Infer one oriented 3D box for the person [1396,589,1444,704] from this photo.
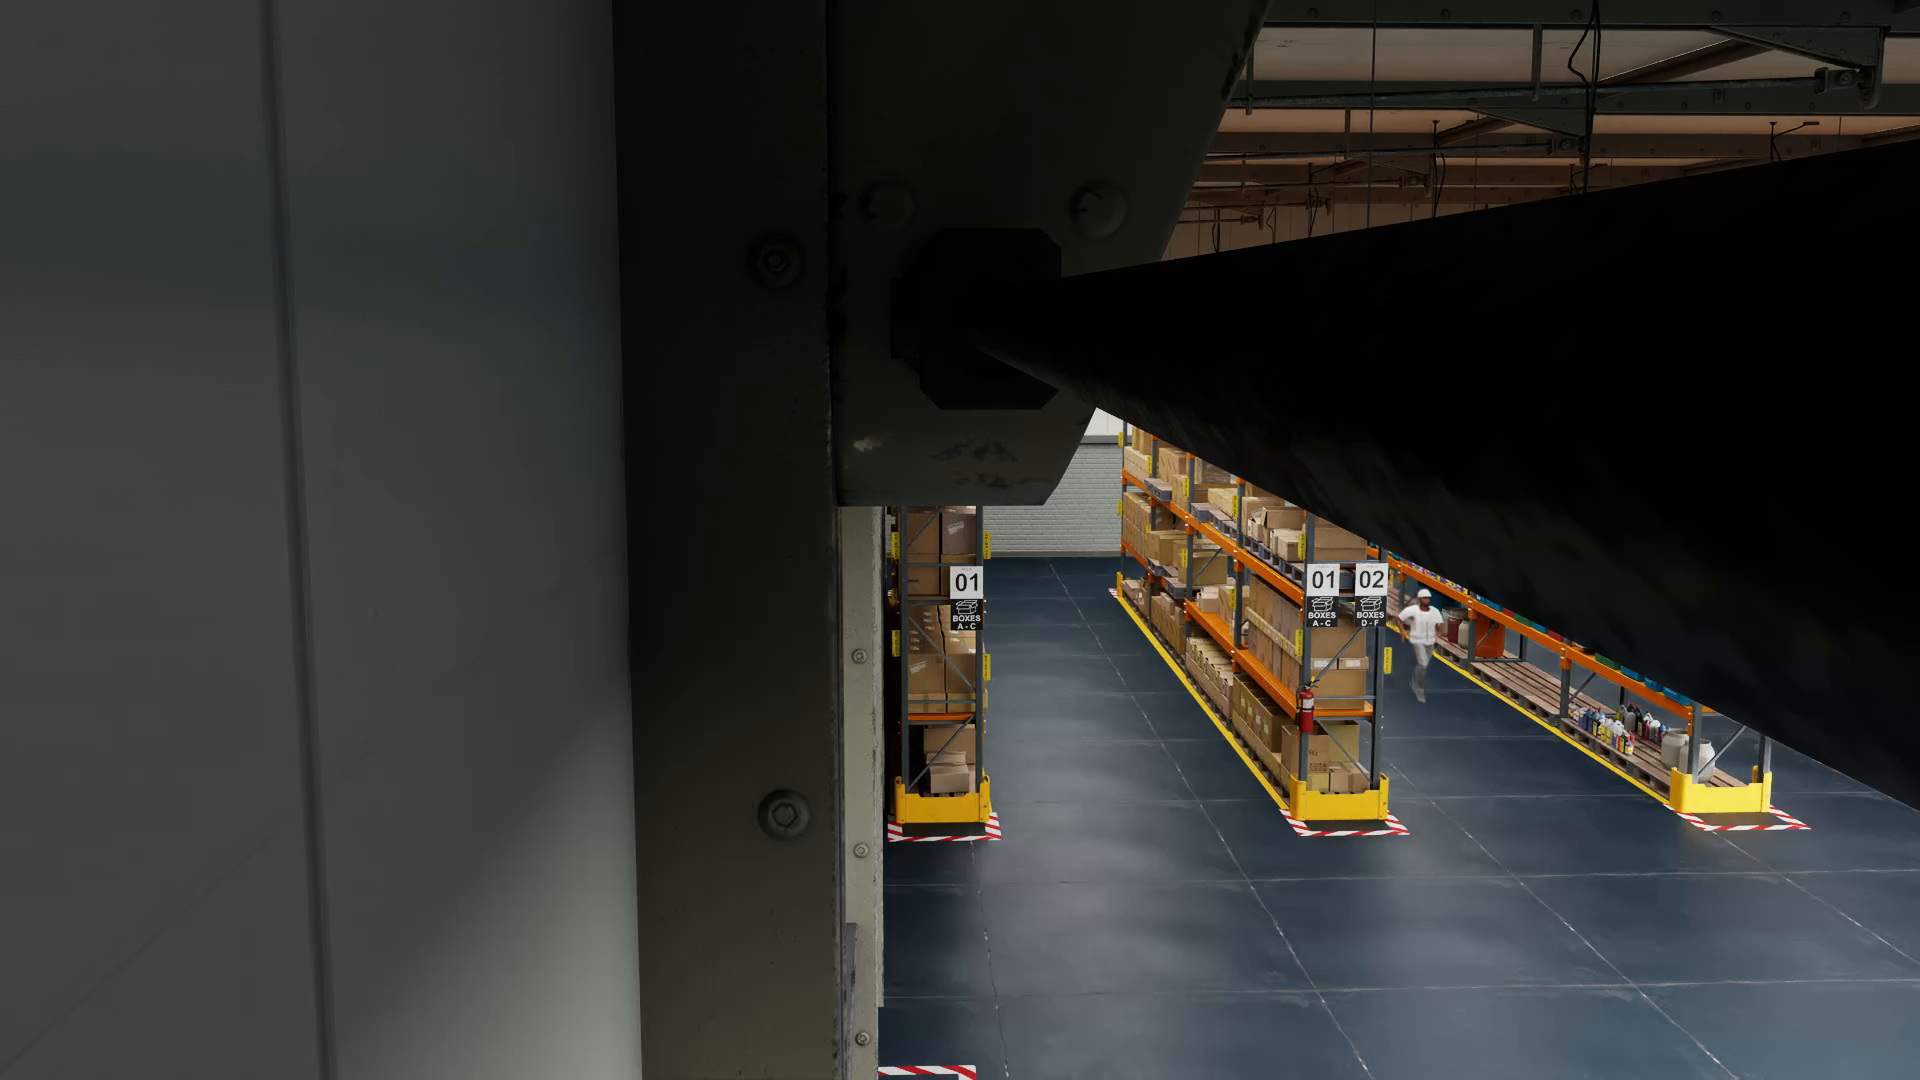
[{"bbox_3d":[7.463,1.695,26.843,0.669,1.828,0.766,-2,8,-17],"label":"person"}]
